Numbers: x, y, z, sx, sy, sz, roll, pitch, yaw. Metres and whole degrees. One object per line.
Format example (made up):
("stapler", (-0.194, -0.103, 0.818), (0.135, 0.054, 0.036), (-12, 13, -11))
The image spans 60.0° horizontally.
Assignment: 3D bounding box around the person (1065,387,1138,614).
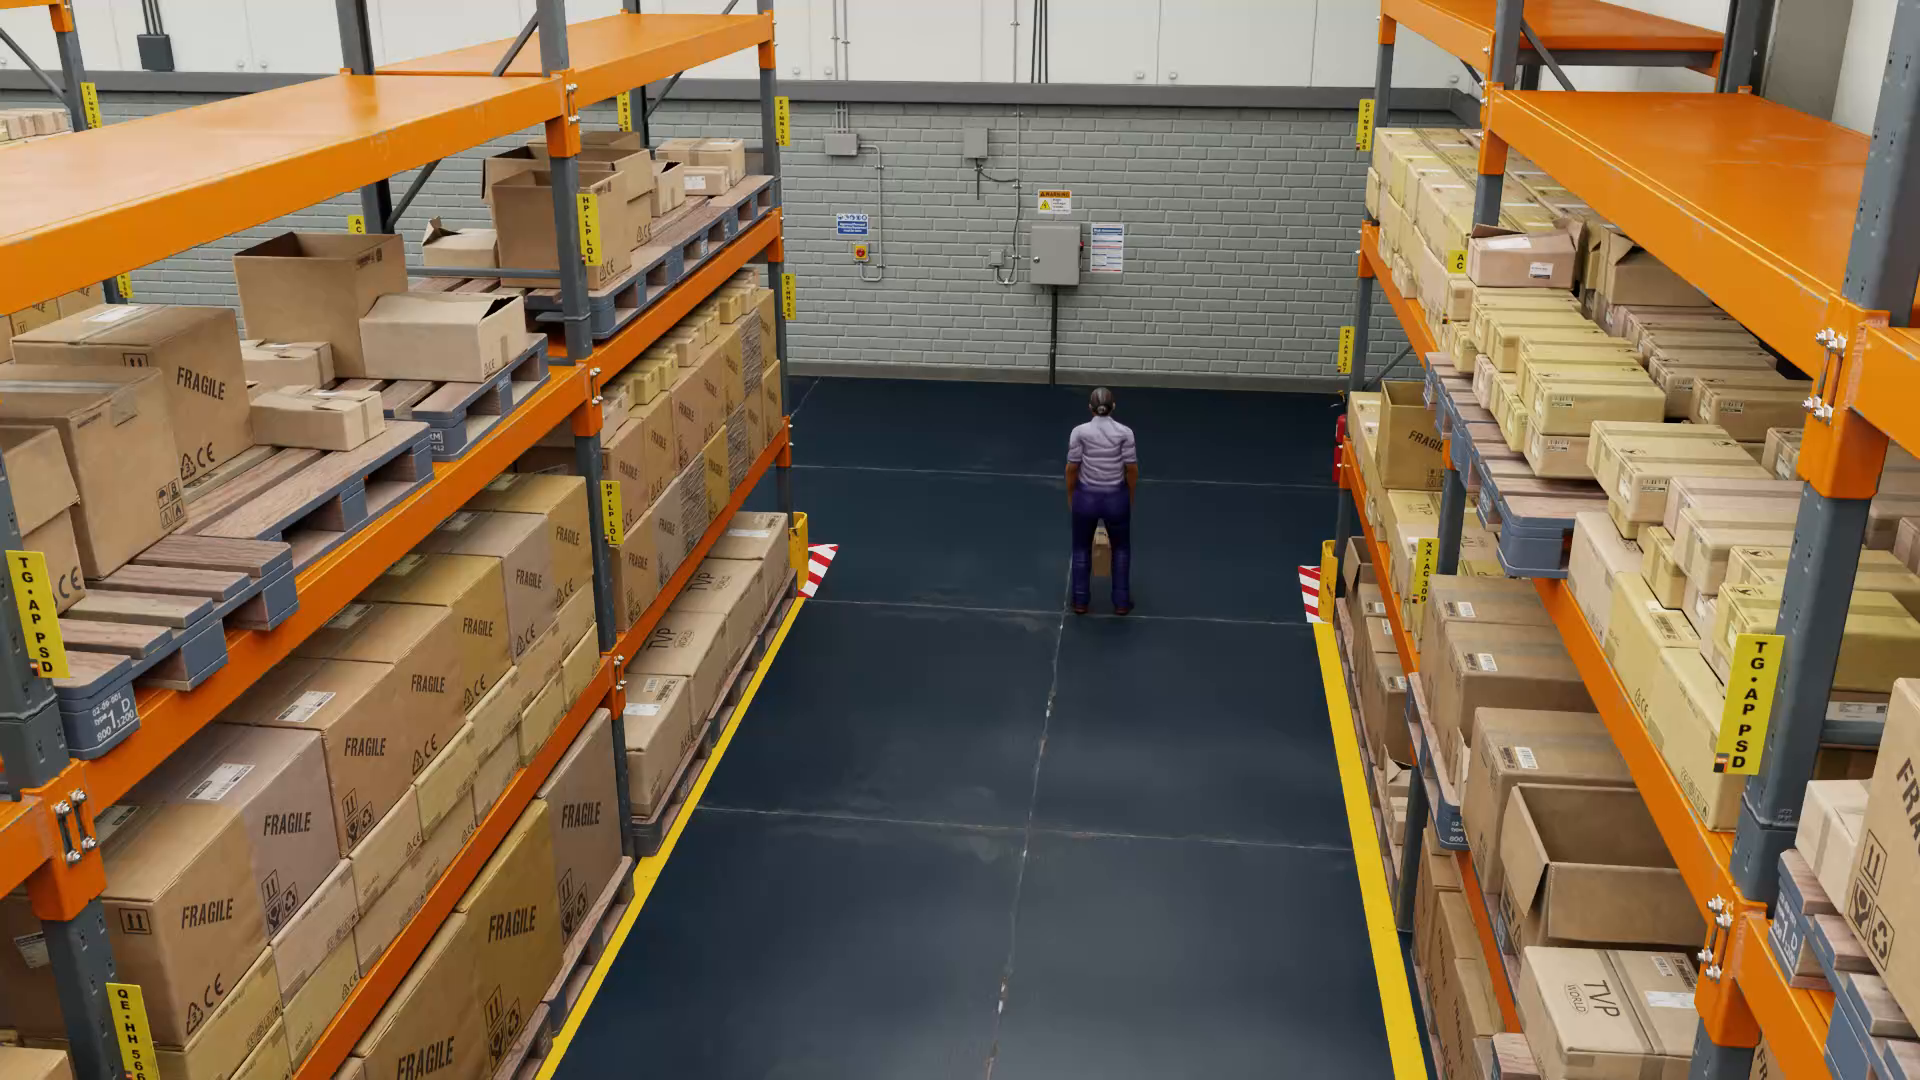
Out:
("person", (1.007, -0.266, 11.779), (0.532, 1.650, 0.368), (2, 21, 5))
